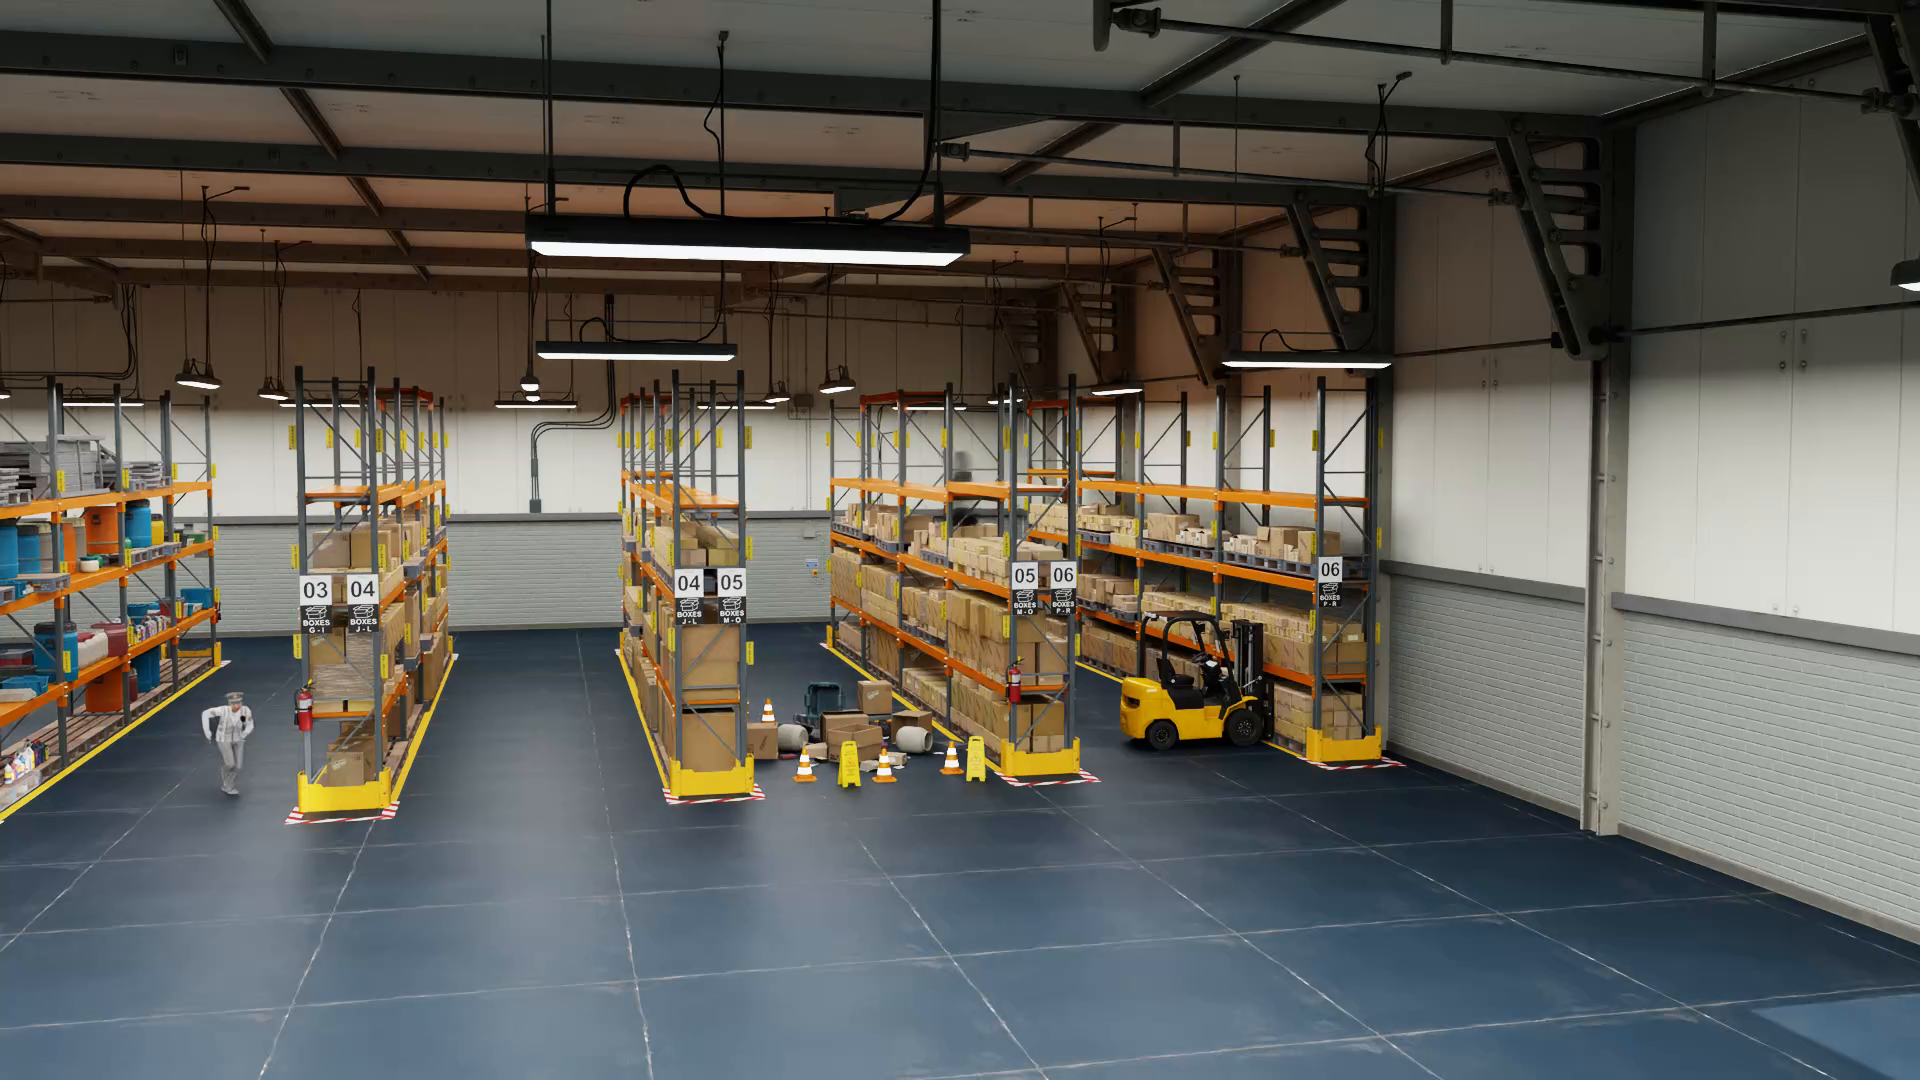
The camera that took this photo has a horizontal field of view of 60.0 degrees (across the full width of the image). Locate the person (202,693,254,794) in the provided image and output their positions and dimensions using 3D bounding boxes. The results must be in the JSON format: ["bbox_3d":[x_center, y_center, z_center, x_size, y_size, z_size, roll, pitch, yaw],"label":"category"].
[{"bbox_3d":[-10.268,2.864,23.339,0.644,1.496,0.816,-3,4,-38],"label":"person"}]
